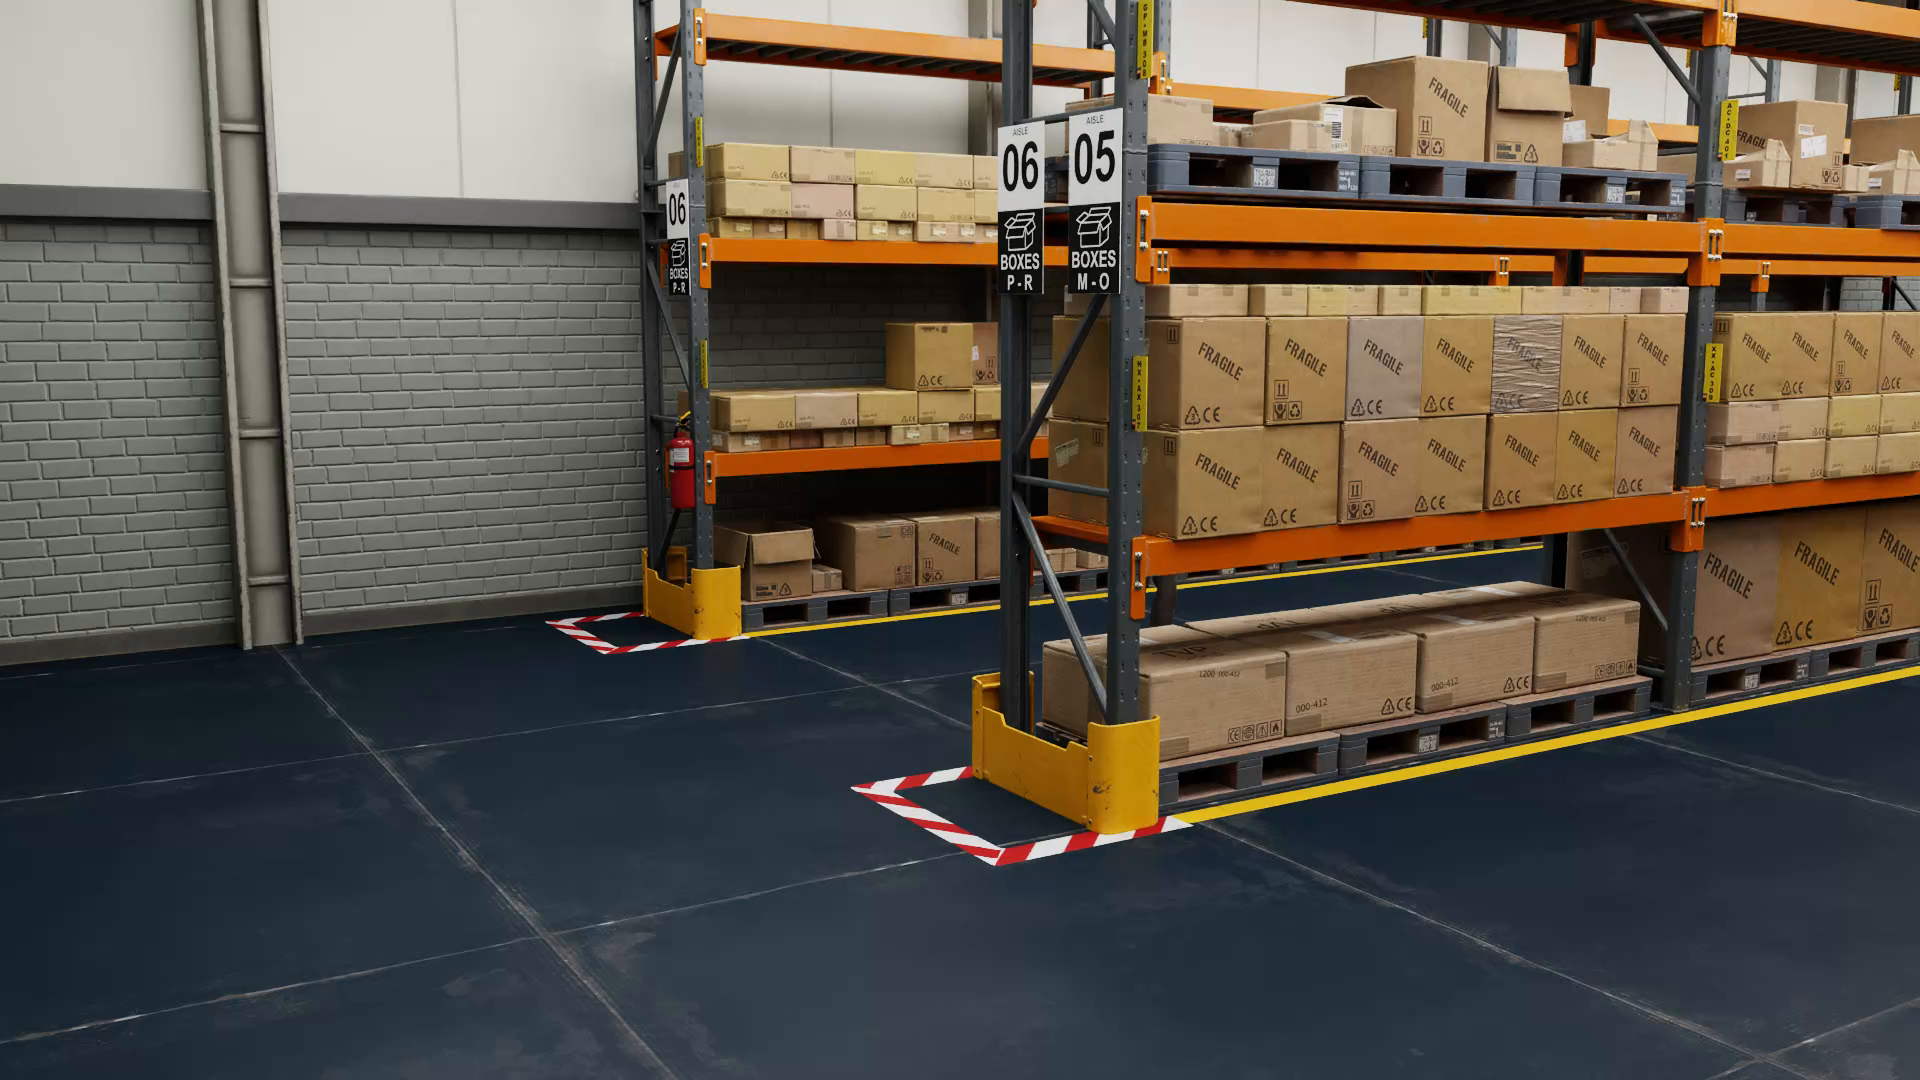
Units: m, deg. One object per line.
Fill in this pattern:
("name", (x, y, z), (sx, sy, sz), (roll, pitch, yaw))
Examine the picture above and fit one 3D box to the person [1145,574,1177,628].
("person", (1.239, 0.005, 10.799), (0.505, 1.657, 0.415), (-5, 10, -30))
